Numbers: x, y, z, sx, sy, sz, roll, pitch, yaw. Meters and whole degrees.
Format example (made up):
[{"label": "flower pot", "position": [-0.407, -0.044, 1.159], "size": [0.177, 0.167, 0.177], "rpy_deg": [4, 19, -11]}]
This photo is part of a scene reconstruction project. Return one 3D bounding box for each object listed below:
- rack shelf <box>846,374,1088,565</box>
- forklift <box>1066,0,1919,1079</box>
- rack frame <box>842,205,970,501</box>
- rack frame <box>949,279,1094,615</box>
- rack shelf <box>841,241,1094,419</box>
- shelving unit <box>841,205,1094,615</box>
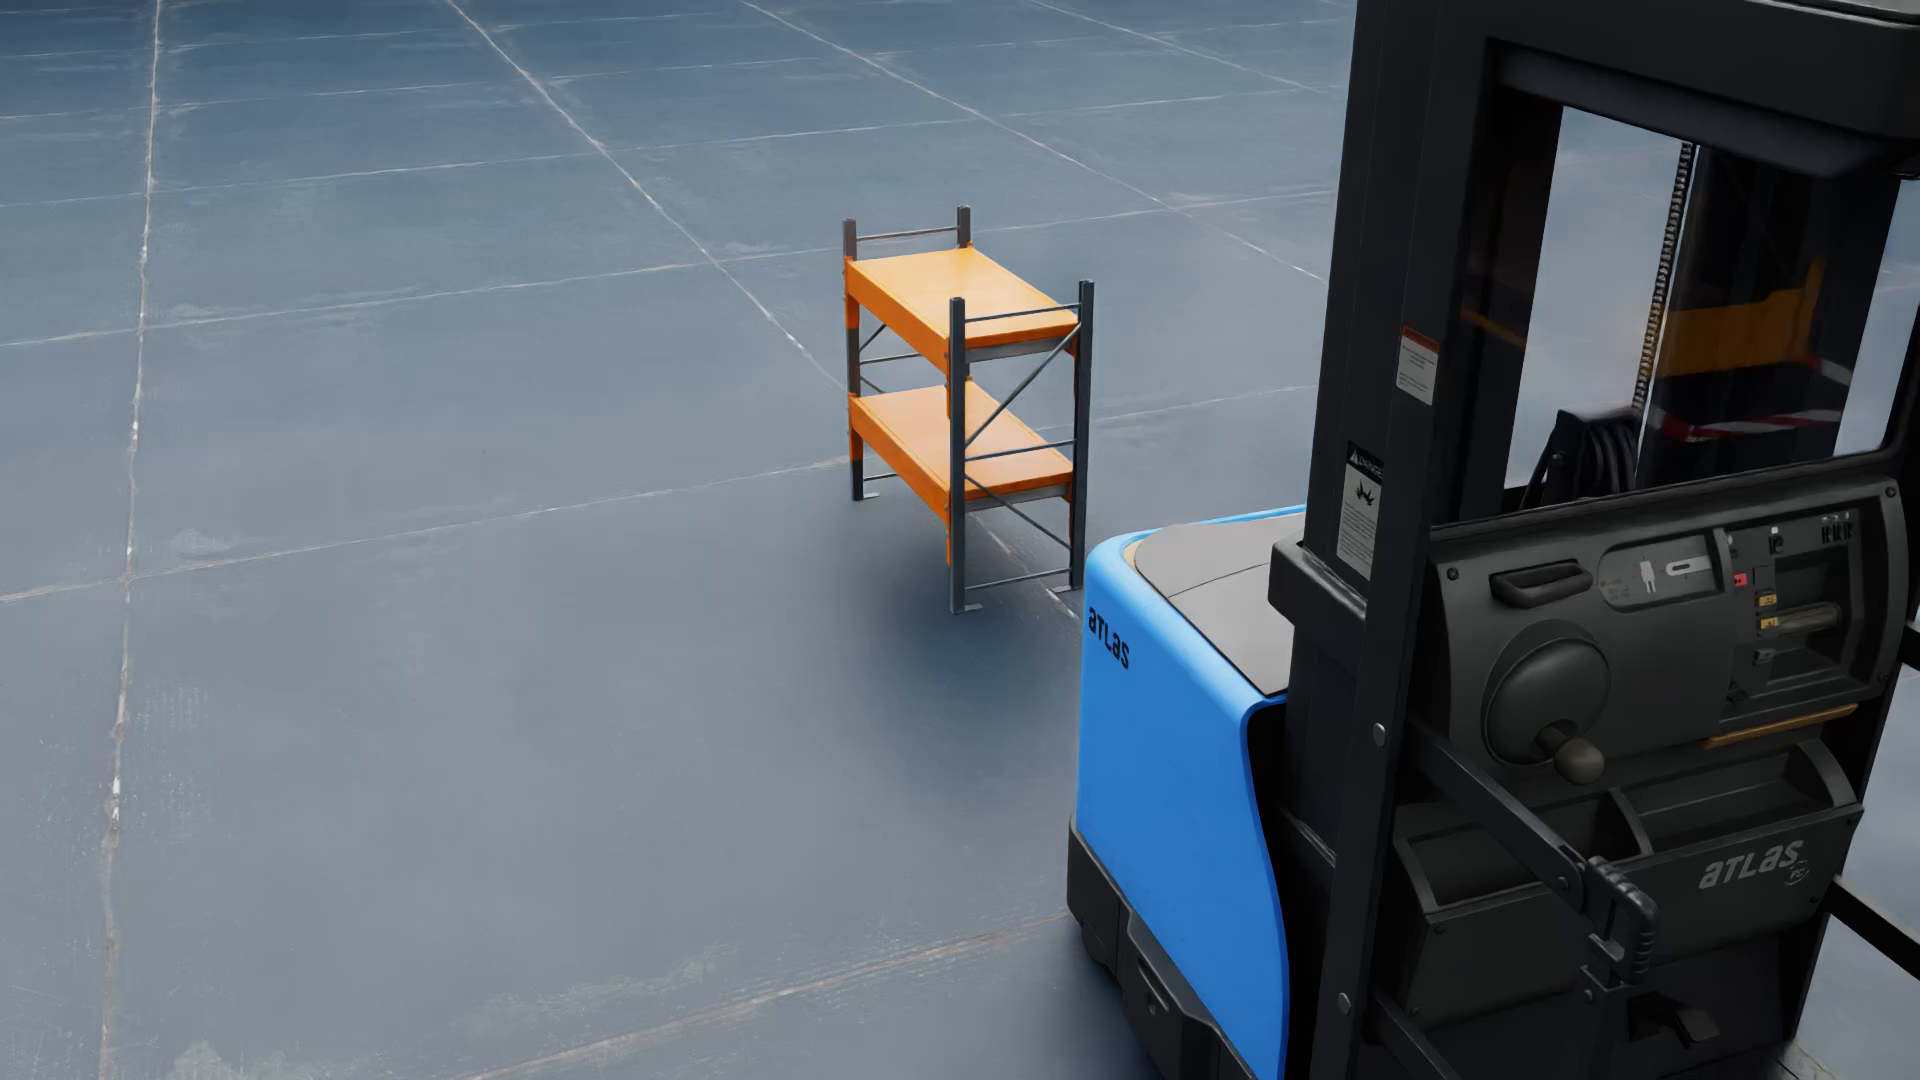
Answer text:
[{"label": "rack shelf", "position": [0.003, -0.283, 6.105], "size": [0.538, 0.278, 1.000], "rpy_deg": [-11, 28, -21]}, {"label": "forklift", "position": [1.256, 0.177, 2.546], "size": [1.130, 2.935, 3.031], "rpy_deg": [-9, 27, -18]}, {"label": "rack frame", "position": [-0.196, -0.708, 6.418], "size": [0.500, 1.125, 0.032], "rpy_deg": [-11, 28, -21]}, {"label": "rack frame", "position": [0.202, -0.298, 5.577], "size": [0.500, 1.125, 0.032], "rpy_deg": [-11, 28, -21]}, {"label": "rack shelf", "position": [0.003, -0.766, 5.869], "size": [0.538, 0.278, 1.000], "rpy_deg": [-11, 28, -21]}, {"label": "shelving unit", "position": [0.003, -0.503, 5.998], "size": [0.538, 1.125, 1.048], "rpy_deg": [-11, 28, -21]}]
